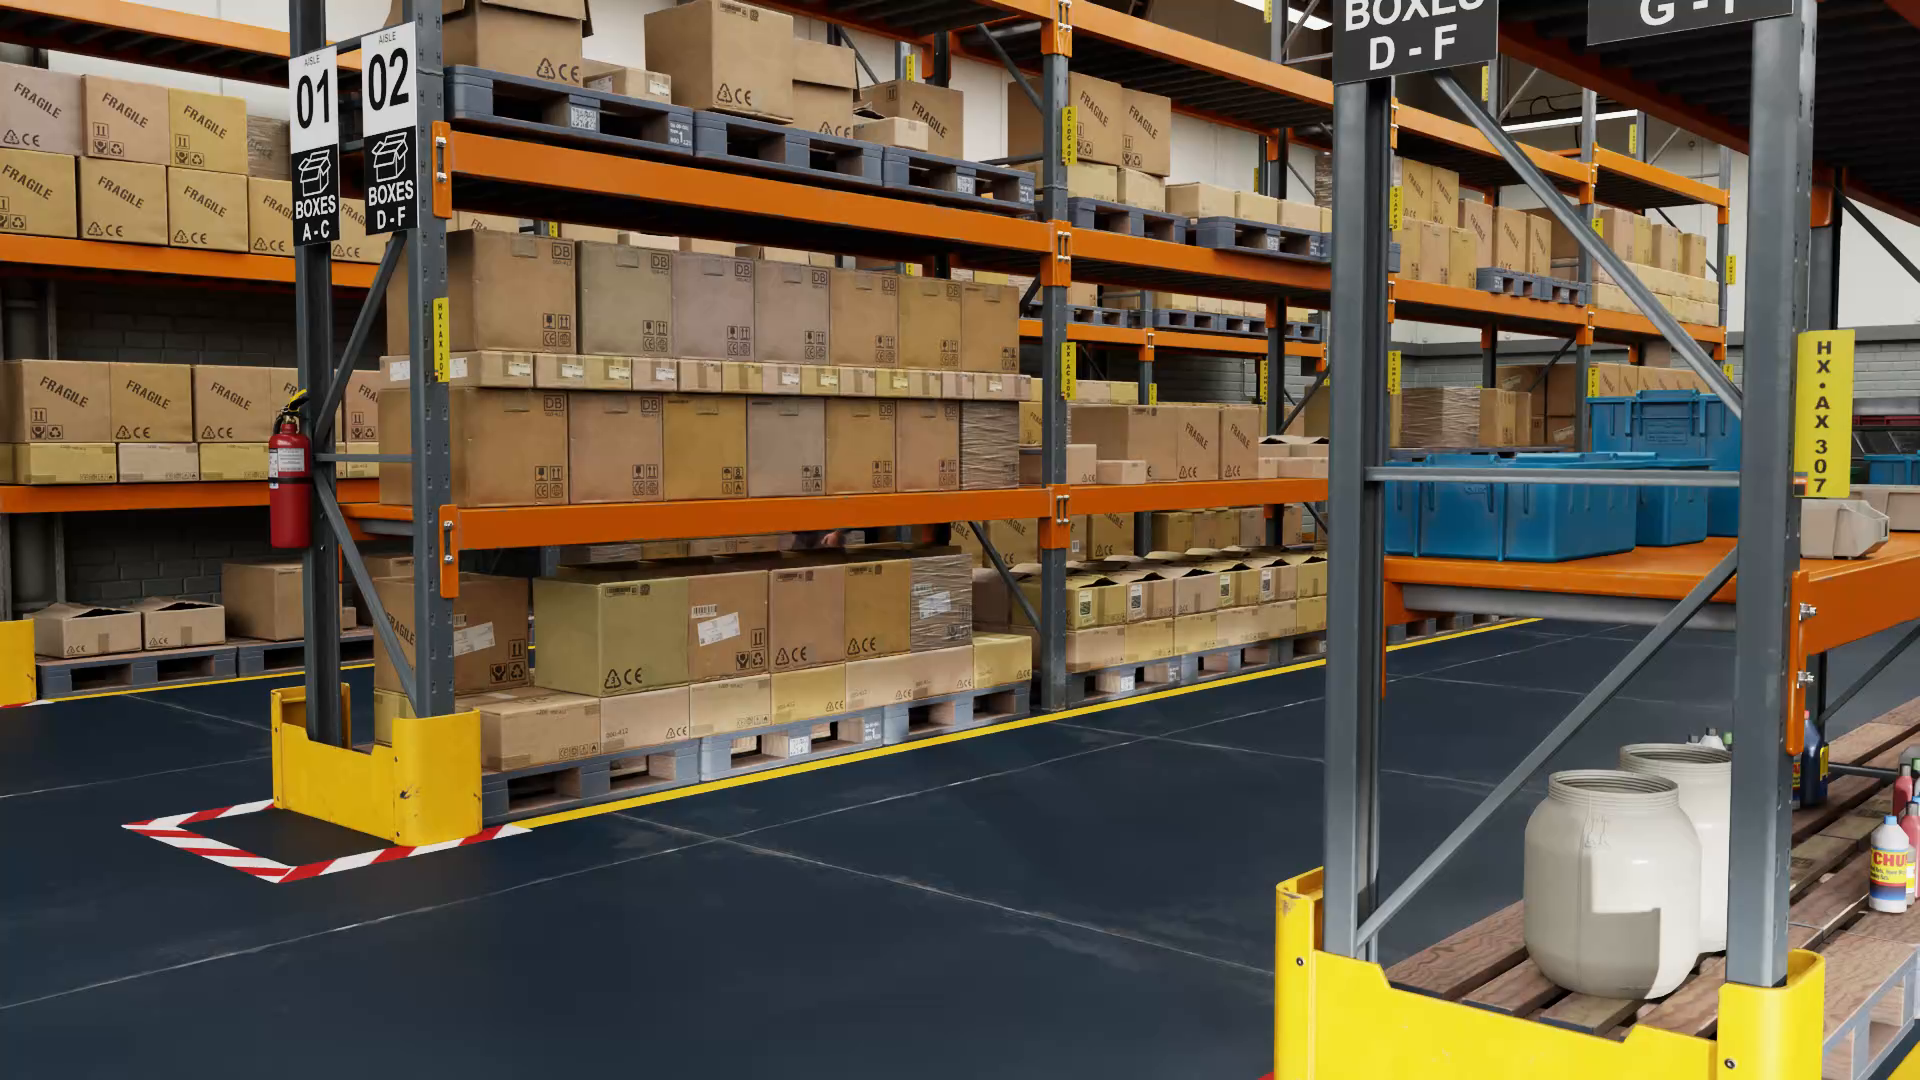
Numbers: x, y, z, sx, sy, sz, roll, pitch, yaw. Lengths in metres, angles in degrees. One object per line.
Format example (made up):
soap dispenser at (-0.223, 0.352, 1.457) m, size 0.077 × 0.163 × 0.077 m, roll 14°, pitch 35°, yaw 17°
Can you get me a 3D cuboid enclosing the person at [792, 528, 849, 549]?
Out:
person at (-1.014, -0.002, 12.158) m, size 0.540 × 1.706 × 0.364 m, roll 3°, pitch 5°, yaw 42°
